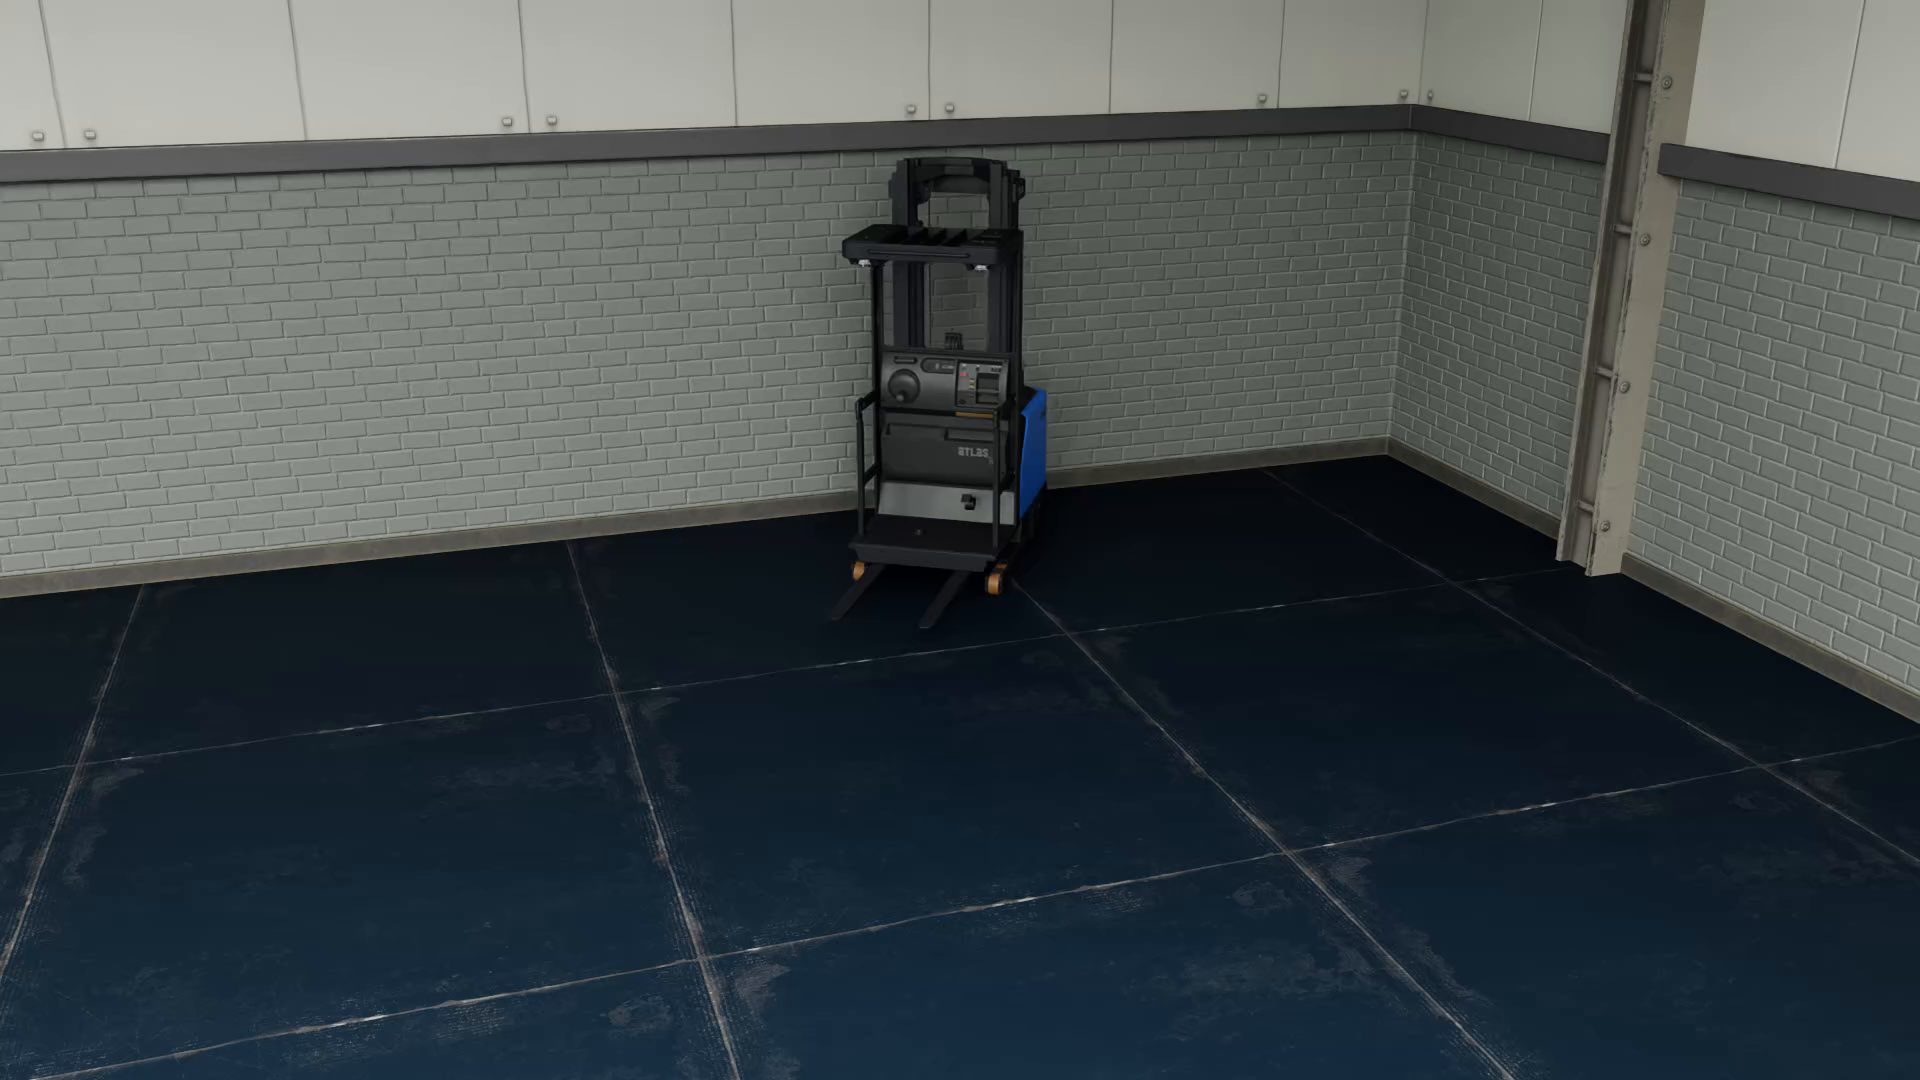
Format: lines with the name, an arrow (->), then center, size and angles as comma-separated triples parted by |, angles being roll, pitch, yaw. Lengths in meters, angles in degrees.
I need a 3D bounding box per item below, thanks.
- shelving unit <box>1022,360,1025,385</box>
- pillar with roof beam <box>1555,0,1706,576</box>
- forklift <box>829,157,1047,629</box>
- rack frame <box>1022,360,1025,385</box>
shelving unit -> 0.235, -0.868, 13.524 | 0.503, 1.200, 0.258 | 5, 17, 9
pillar with roof beam -> 0.603, -3.590, 9.600 | 9.100, 9.000, 0.400 | -6, 21, -17
forklift -> -0.160, -1.127, 11.717 | 1.130, 2.935, 3.031 | 5, 20, 13
rack frame -> 0.475, -0.848, 13.485 | 0.015, 1.200, 0.240 | 5, 17, 9
